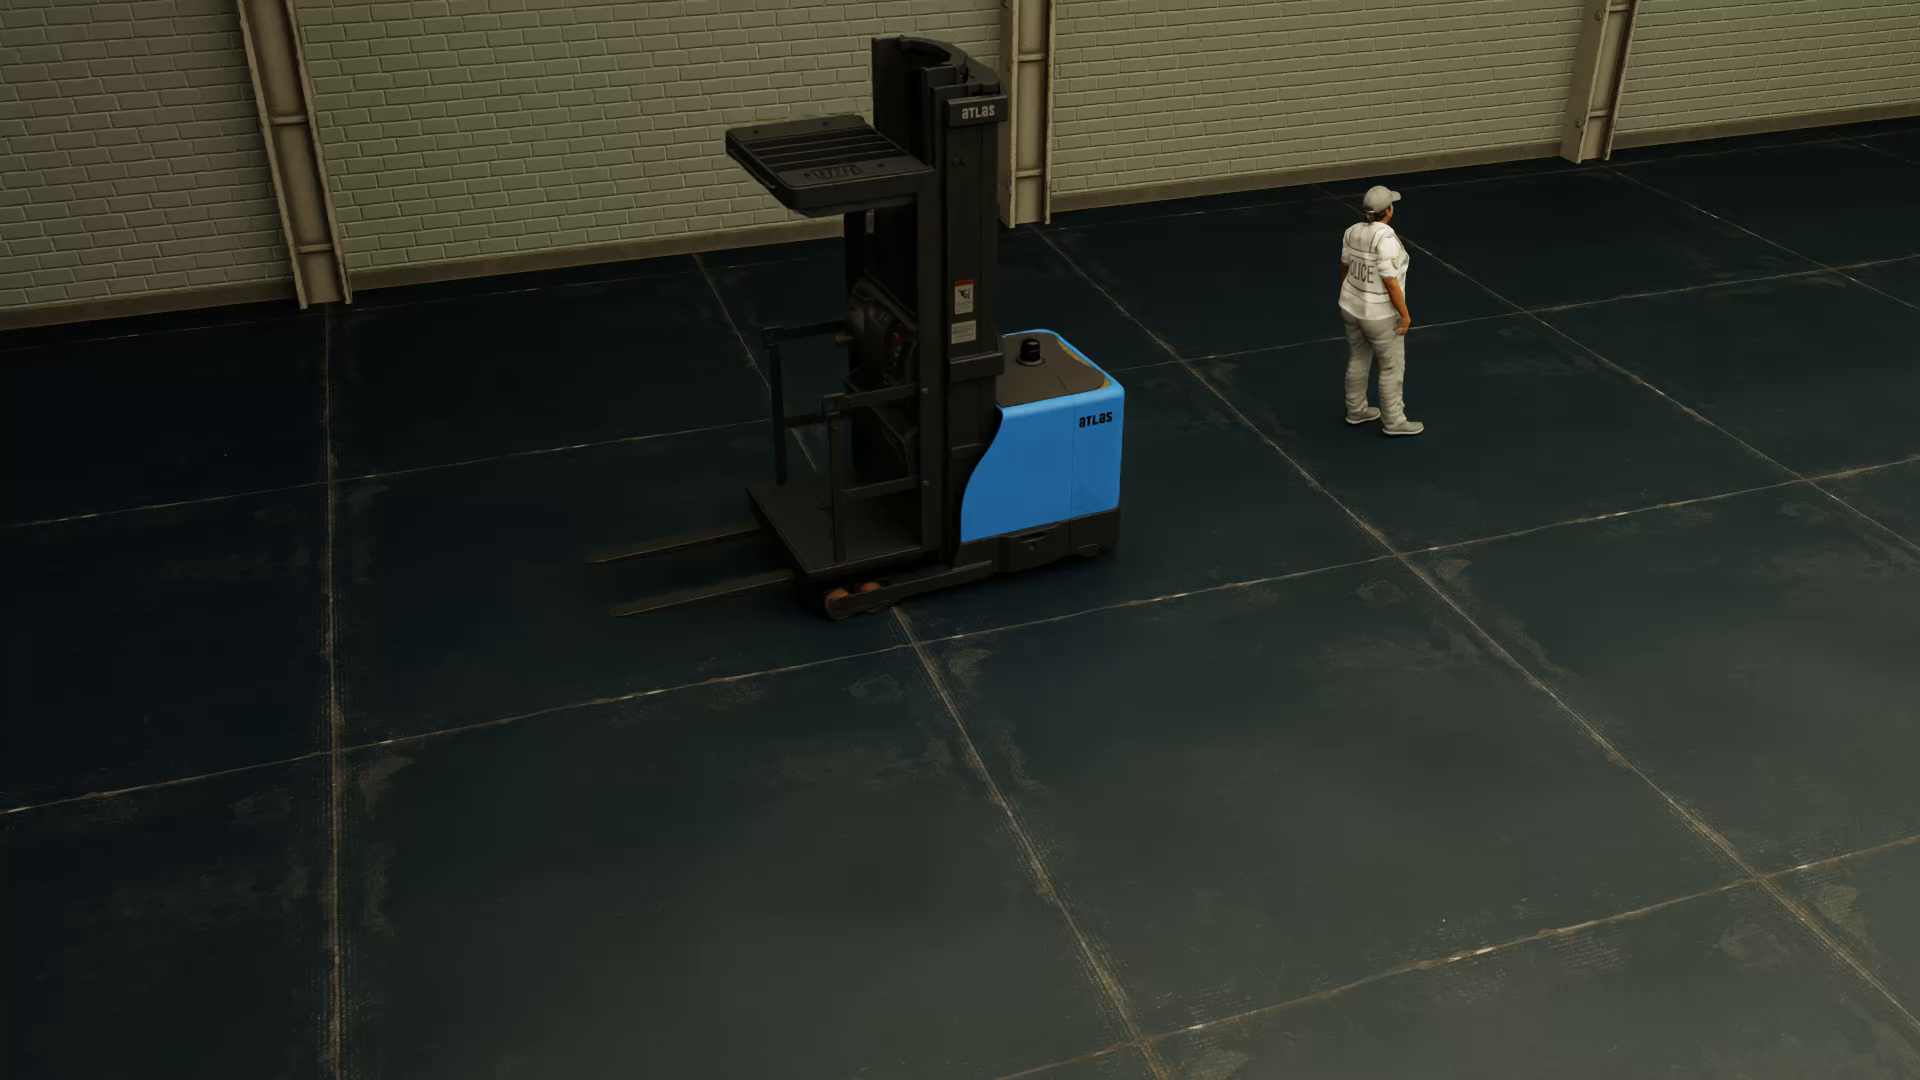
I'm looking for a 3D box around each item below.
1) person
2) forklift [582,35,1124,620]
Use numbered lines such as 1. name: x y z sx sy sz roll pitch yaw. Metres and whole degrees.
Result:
1. person: 2.799 -1.524 10.990 0.530 1.670 0.598 -15 33 -24
2. forklift: -0.617 -1.126 9.043 3.031 2.935 1.130 -12 32 -21
